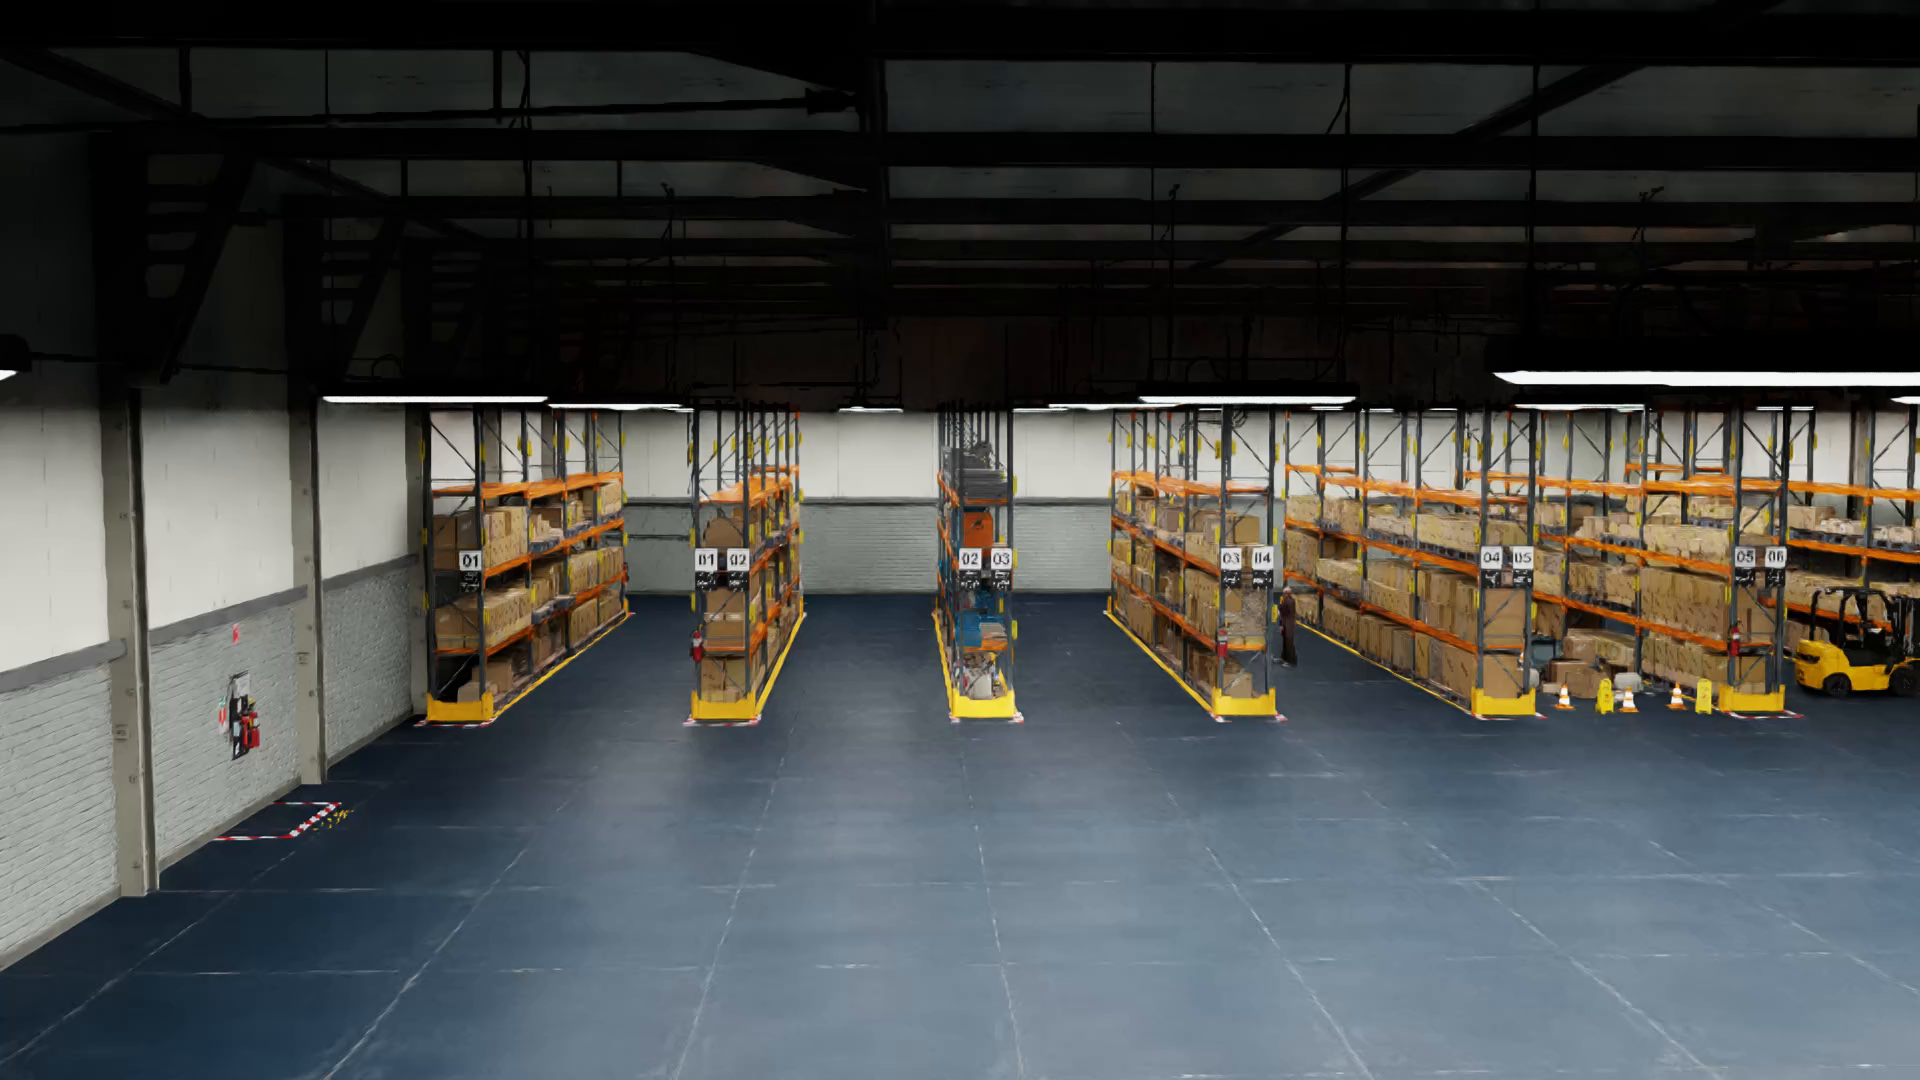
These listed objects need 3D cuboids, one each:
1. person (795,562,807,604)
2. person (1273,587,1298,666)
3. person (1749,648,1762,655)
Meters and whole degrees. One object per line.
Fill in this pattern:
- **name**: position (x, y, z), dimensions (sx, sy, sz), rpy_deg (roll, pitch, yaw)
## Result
- **person**: position (-5.011, 1.078, 49.793), dimensions (0.667, 1.714, 0.784), rpy_deg (-2, 5, -23)
- **person**: position (7.401, 1.949, 37.774), dimensions (0.637, 1.775, 0.676), rpy_deg (2, 5, 27)
- **person**: position (16.950, 2.181, 35.534), dimensions (0.464, 1.676, 0.498), rpy_deg (2, 5, 28)
